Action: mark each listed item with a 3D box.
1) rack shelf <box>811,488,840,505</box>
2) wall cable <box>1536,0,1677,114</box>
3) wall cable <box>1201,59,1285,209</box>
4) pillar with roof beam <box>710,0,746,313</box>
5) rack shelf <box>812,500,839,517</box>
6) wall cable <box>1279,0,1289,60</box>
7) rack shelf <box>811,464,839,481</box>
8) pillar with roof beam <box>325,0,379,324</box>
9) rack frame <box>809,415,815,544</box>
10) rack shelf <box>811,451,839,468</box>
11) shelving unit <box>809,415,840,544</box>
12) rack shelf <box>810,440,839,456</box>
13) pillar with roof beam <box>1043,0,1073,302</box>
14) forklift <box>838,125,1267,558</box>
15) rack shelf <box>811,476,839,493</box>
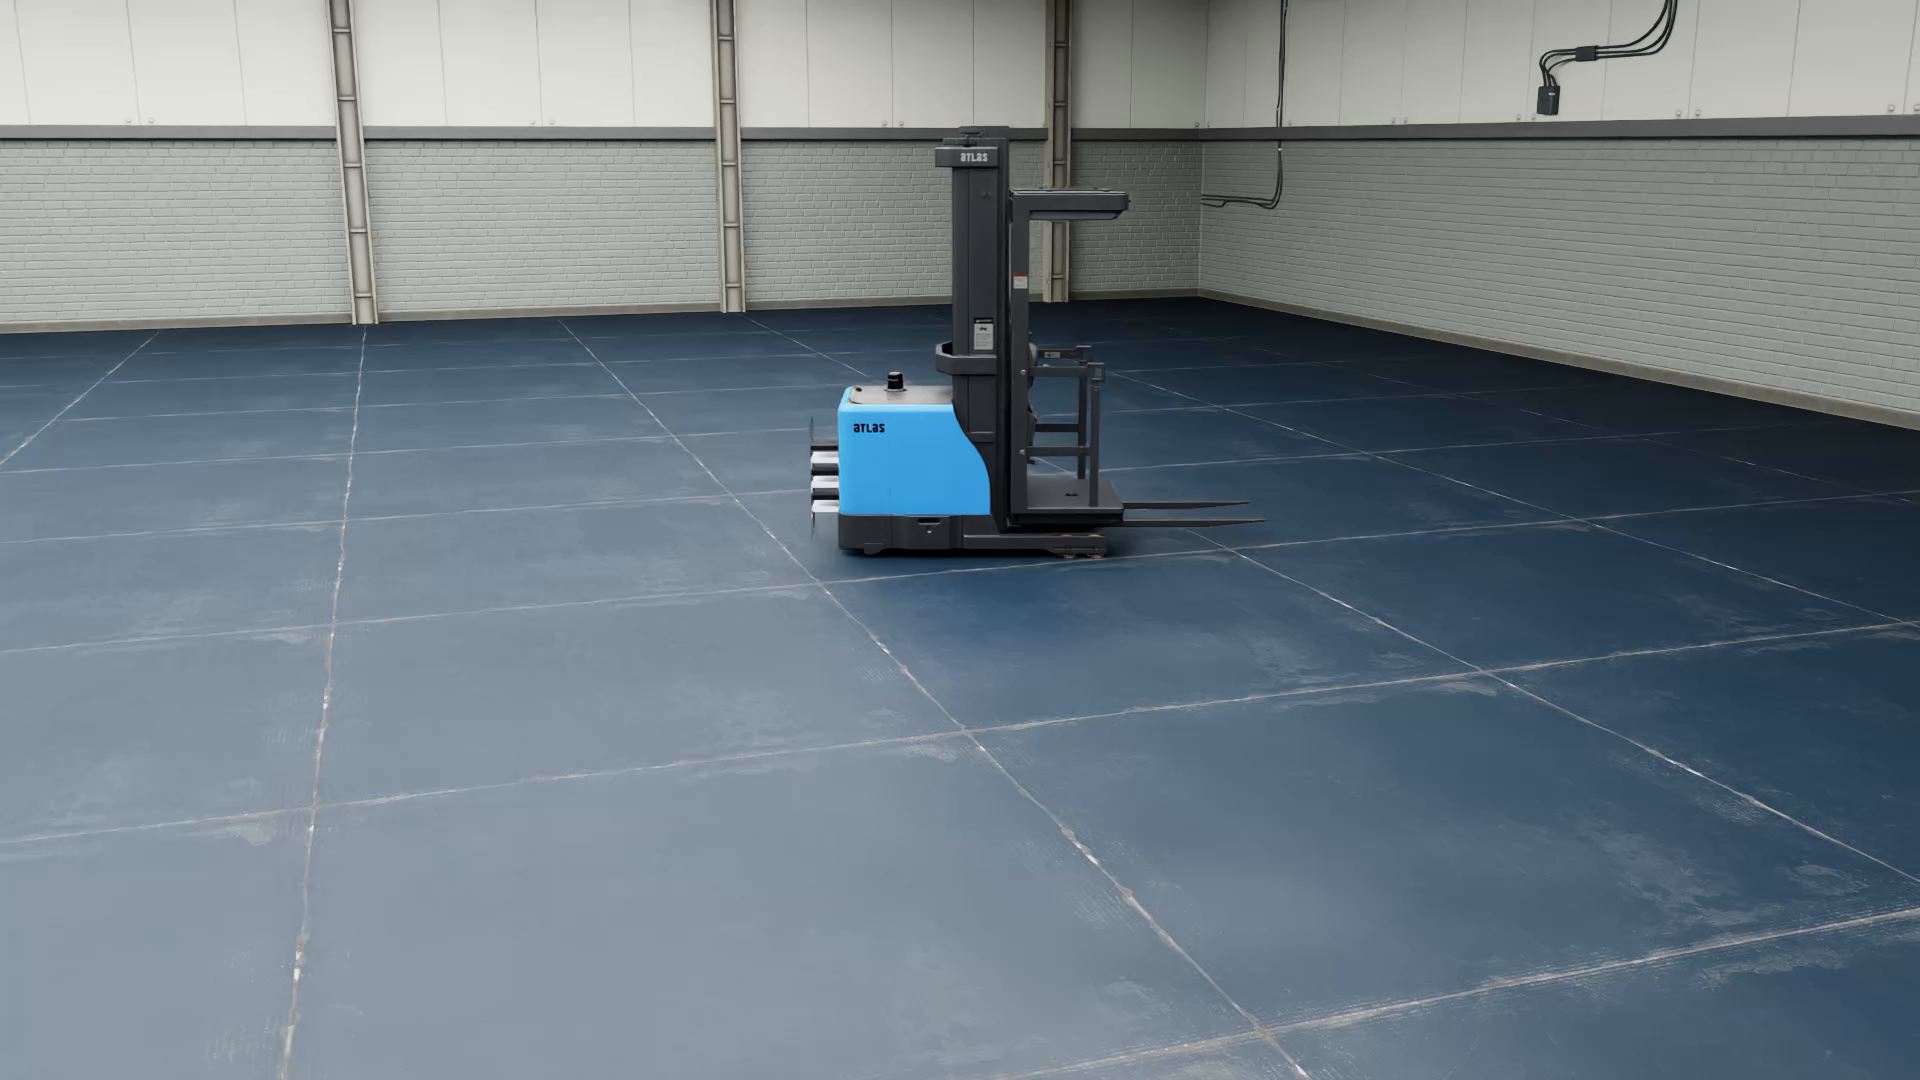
[{"bbox_3d":[-0.968,-0.317,12.063,0.200,0.077,0.258,0,13,-1],"label":"rack shelf"},{"bbox_3d":[7.984,-8.274,20.131,0.169,6.003,2.305,-4,14,-18],"label":"wall cable"},{"bbox_3d":[4.971,-7.192,29.642,0.112,2.526,3.097,-4,14,-18],"label":"wall cable"},{"bbox_3d":[-2.556,-7.388,23.757,0.400,9.000,9.100,-4,14,-18],"label":"pillar with roof beam"},{"bbox_3d":[-0.968,-0.229,12.083,0.200,0.077,0.258,0,13,-1],"label":"rack shelf"},{"bbox_3d":[5.834,-9.056,26.563,0.112,2.526,3.097,-4,14,-18],"label":"wall cable"},{"bbox_3d":[-0.968,-0.492,12.021,0.200,0.077,0.258,0,13,-1],"label":"rack shelf"},{"bbox_3d":[-8.243,-6.945,21.895,0.400,9.000,9.100,-4,14,-18],"label":"pillar with roof beam"},{"bbox_3d":[-1.070,-0.436,12.033,0.006,0.900,0.240,0,13,-1],"label":"rack frame"},{"bbox_3d":[-0.968,-0.579,12.000,0.200,0.077,0.258,0,13,-1],"label":"rack shelf"},{"bbox_3d":[-0.968,-0.437,12.034,0.210,0.900,0.258,0,13,-1],"label":"shelving unit"},{"bbox_3d":[-0.968,-0.667,11.979,0.200,0.077,0.258,0,13,-1],"label":"rack shelf"},{"bbox_3d":[3.131,-7.831,25.619,0.400,9.000,9.100,-4,14,-18],"label":"pillar with roof beam"},{"bbox_3d":[0.656,-1.421,11.782,3.031,2.935,1.130,0,13,-1],"label":"forklift"},{"bbox_3d":[-0.968,-0.404,12.042,0.200,0.077,0.258,0,13,-1],"label":"rack shelf"}]
